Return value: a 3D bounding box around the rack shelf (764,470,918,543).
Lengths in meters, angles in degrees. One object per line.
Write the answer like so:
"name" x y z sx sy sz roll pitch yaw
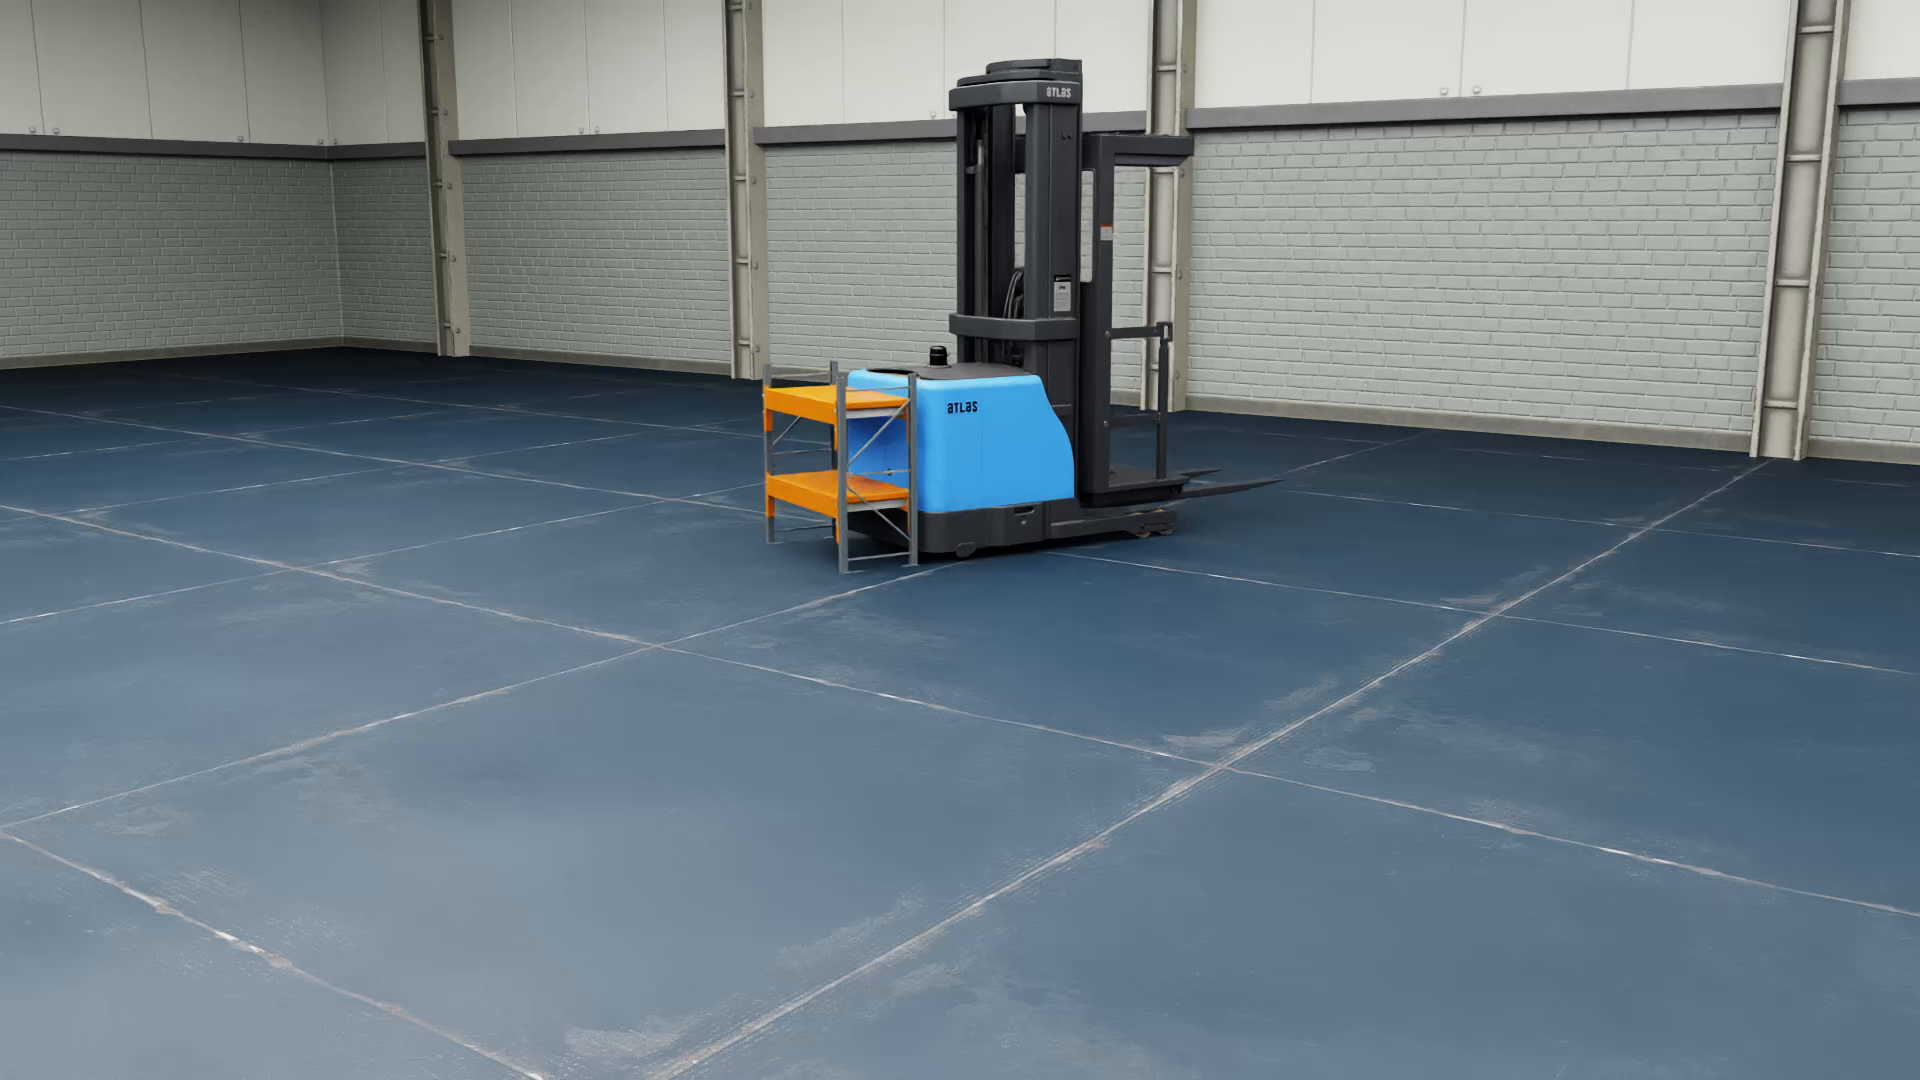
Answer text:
"rack shelf" -0.729 -0.223 10.010 0.538 0.278 1.000 -6 13 -30

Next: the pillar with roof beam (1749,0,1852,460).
"pillar with roof beam" 4.454 -4.475 9.971 0.400 9.000 9.100 8 13 36

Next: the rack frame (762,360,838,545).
"rack frame" -0.987 -0.547 10.394 0.500 1.125 0.032 -6 13 -30

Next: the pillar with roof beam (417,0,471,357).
"pillar with roof beam" -10.054 -6.499 20.432 0.400 9.000 9.100 8 13 36

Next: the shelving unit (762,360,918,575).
"shelving unit" -0.729 -0.463 9.964 0.538 1.125 1.048 -6 13 -30

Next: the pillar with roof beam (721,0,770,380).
"pillar with roof beam" -5.218 -5.824 16.945 0.400 9.000 9.100 8 13 36

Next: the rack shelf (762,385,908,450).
"rack shelf" -0.729 -0.751 9.908 0.538 0.278 1.000 -6 13 -30

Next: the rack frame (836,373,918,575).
"rack frame" -0.471 -0.380 9.533 0.500 1.125 0.032 -6 13 -30

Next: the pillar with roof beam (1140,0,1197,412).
"pillar with roof beam" -0.382 -5.150 13.458 0.400 9.000 9.100 8 13 36

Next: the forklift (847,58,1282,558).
"forklift" 0.792 -1.526 10.702 3.031 2.935 1.130 -7 13 -33
